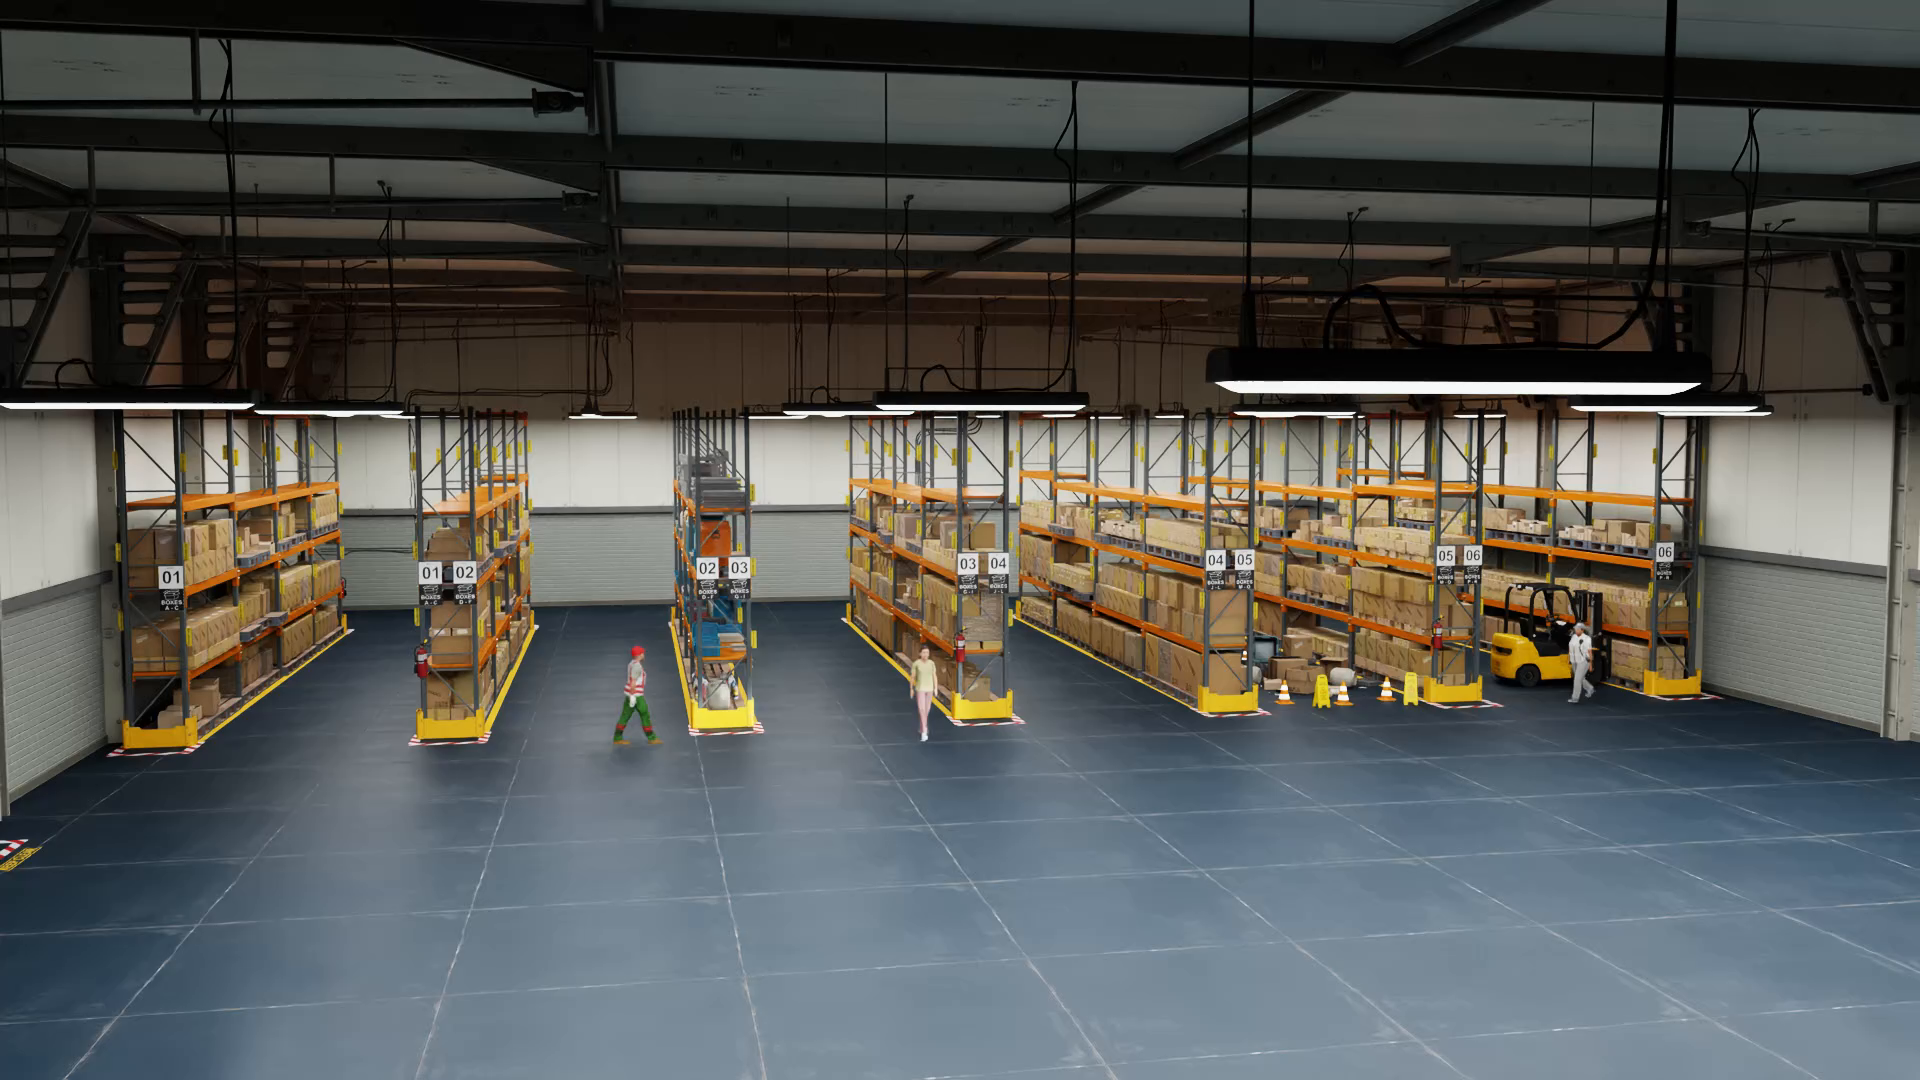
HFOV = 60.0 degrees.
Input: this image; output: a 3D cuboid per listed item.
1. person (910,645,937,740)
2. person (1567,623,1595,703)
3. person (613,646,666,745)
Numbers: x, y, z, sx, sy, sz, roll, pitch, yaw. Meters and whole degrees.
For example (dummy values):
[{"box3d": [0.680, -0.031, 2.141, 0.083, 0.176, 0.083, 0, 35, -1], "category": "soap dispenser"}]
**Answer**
[{"box3d": [-0.615, 2.741, 30.114, 0.469, 1.642, 0.826, -2, 4, -24], "category": "person"}, {"box3d": [12.706, 2.484, 33.985, 0.947, 1.619, 0.499, -2, 5, -30], "category": "person"}, {"box3d": [-5.688, 2.743, 29.375, 0.901, 1.752, 0.589, -2, 4, -25], "category": "person"}]
